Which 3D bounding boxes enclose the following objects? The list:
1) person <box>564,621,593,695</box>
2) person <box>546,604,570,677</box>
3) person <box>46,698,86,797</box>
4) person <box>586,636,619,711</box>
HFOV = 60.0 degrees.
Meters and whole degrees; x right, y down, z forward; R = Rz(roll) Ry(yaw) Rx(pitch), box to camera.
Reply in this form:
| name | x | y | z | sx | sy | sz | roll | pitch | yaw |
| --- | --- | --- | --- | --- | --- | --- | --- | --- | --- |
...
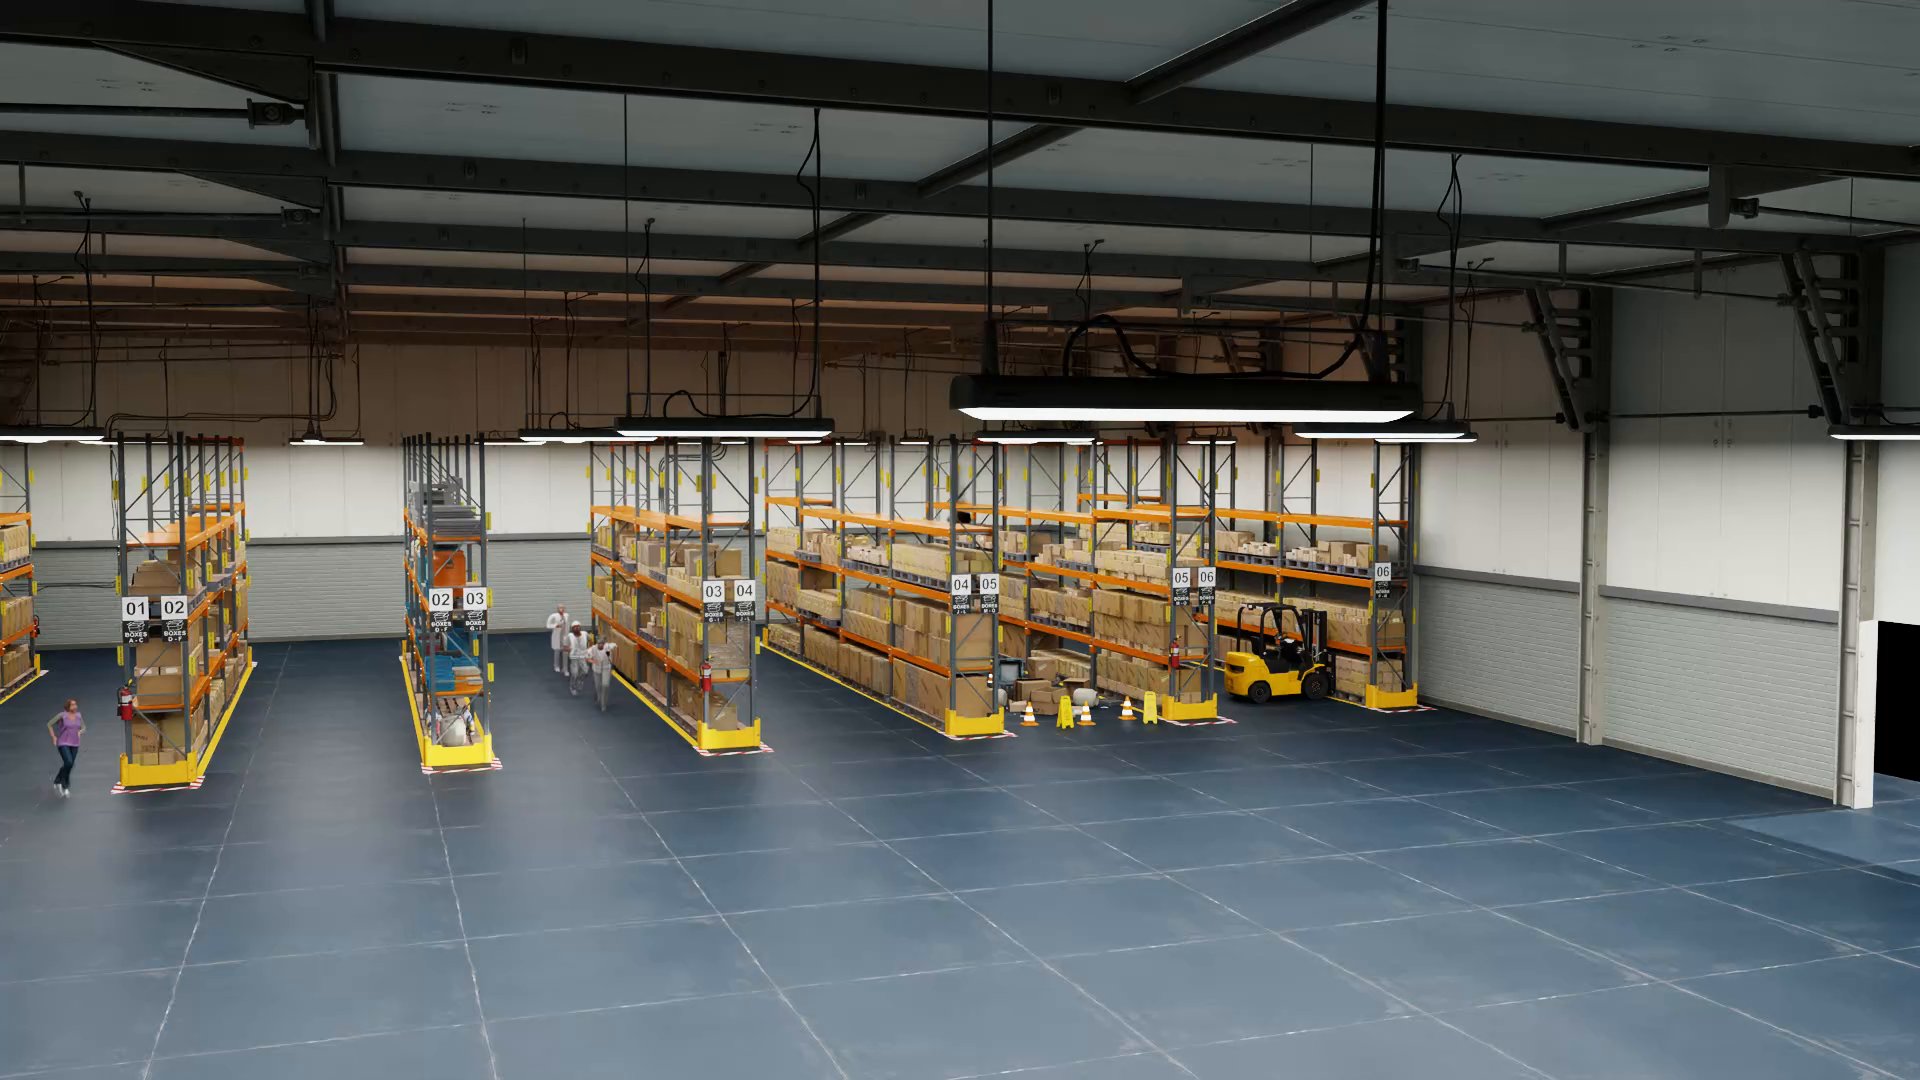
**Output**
| name | x | y | z | sx | sy | sz | roll | pitch | yaw |
| --- | --- | --- | --- | --- | --- | --- | --- | --- | --- |
| person | -8.774 | 2.724 | 38.316 | 0.708 | 1.733 | 0.735 | -1 | 3 | -23 |
| person | -10.104 | 2.526 | 41.903 | 0.668 | 1.855 | 0.862 | -2 | 4 | -29 |
| person | -14.742 | 3.430 | 27.483 | 0.670 | 1.638 | 0.532 | 2 | 4 | 33 |
| person | -7.838 | 2.915 | 36.474 | 0.705 | 1.709 | 1.021 | -1 | 3 | -11 |
